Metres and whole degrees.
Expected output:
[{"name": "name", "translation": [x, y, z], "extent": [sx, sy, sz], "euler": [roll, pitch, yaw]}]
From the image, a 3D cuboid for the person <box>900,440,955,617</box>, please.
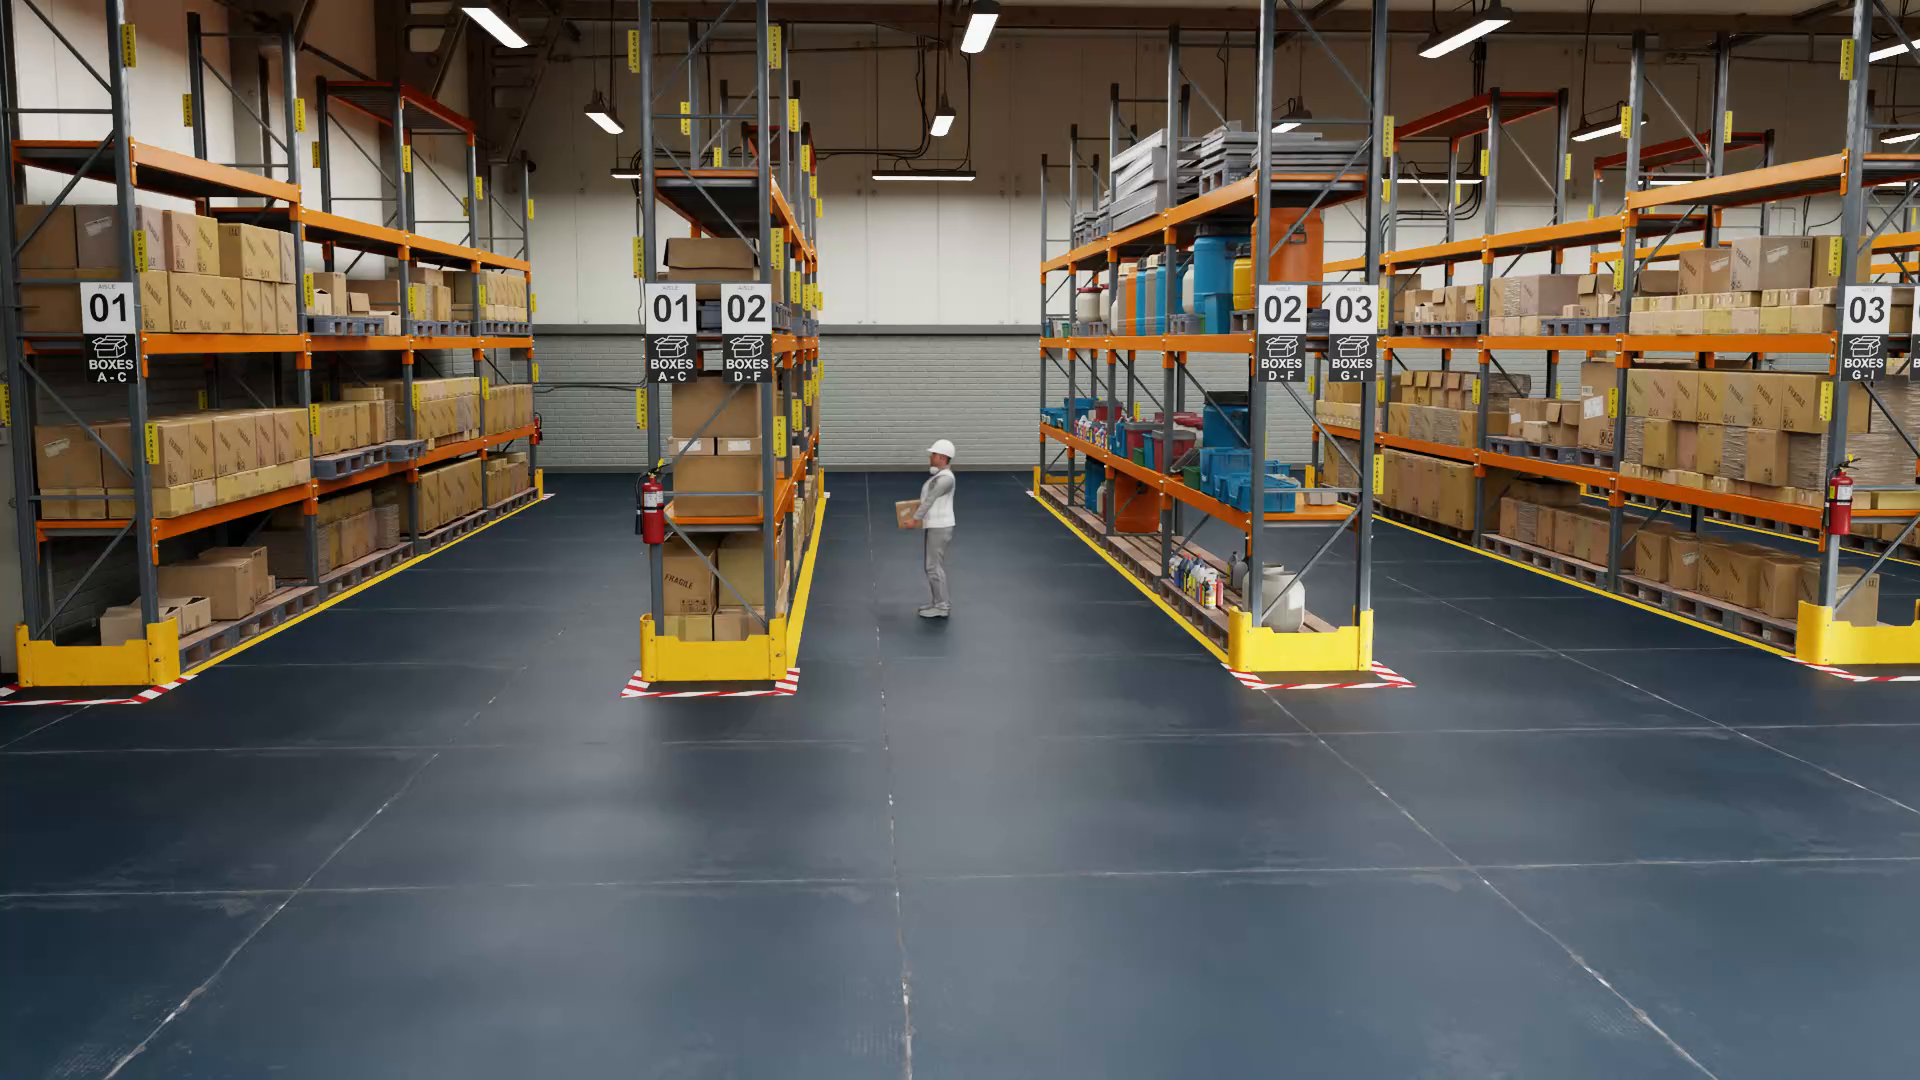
[{"name": "person", "translation": [-0.323, -0.122, 16.686], "extent": [0.556, 1.764, 0.494], "euler": [0, 7, -3]}]
